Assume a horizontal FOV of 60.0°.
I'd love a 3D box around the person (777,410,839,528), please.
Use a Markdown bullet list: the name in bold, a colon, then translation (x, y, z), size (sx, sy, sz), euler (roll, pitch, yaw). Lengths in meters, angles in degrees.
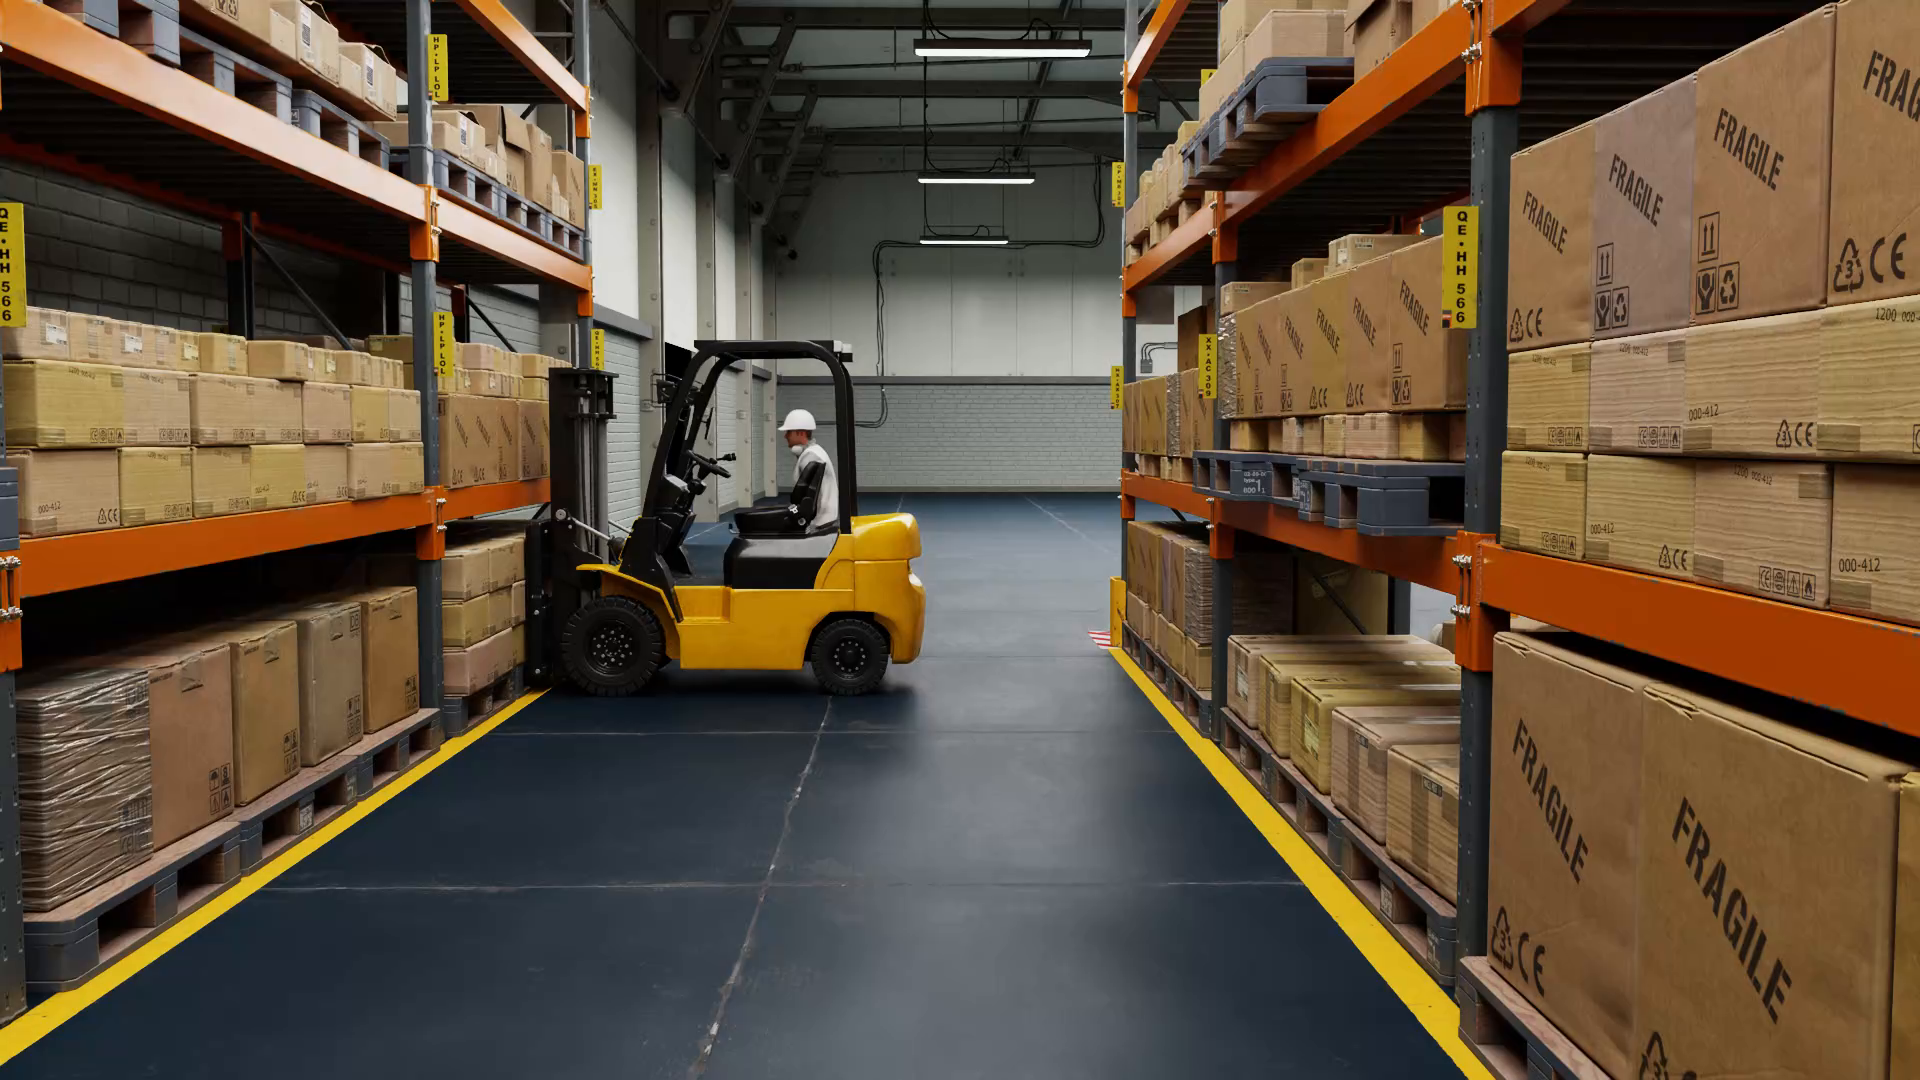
- **person**: translation (-1.169, -0.113, 12.774), size (0.475, 1.769, 0.579), euler (0, 4, -4)
